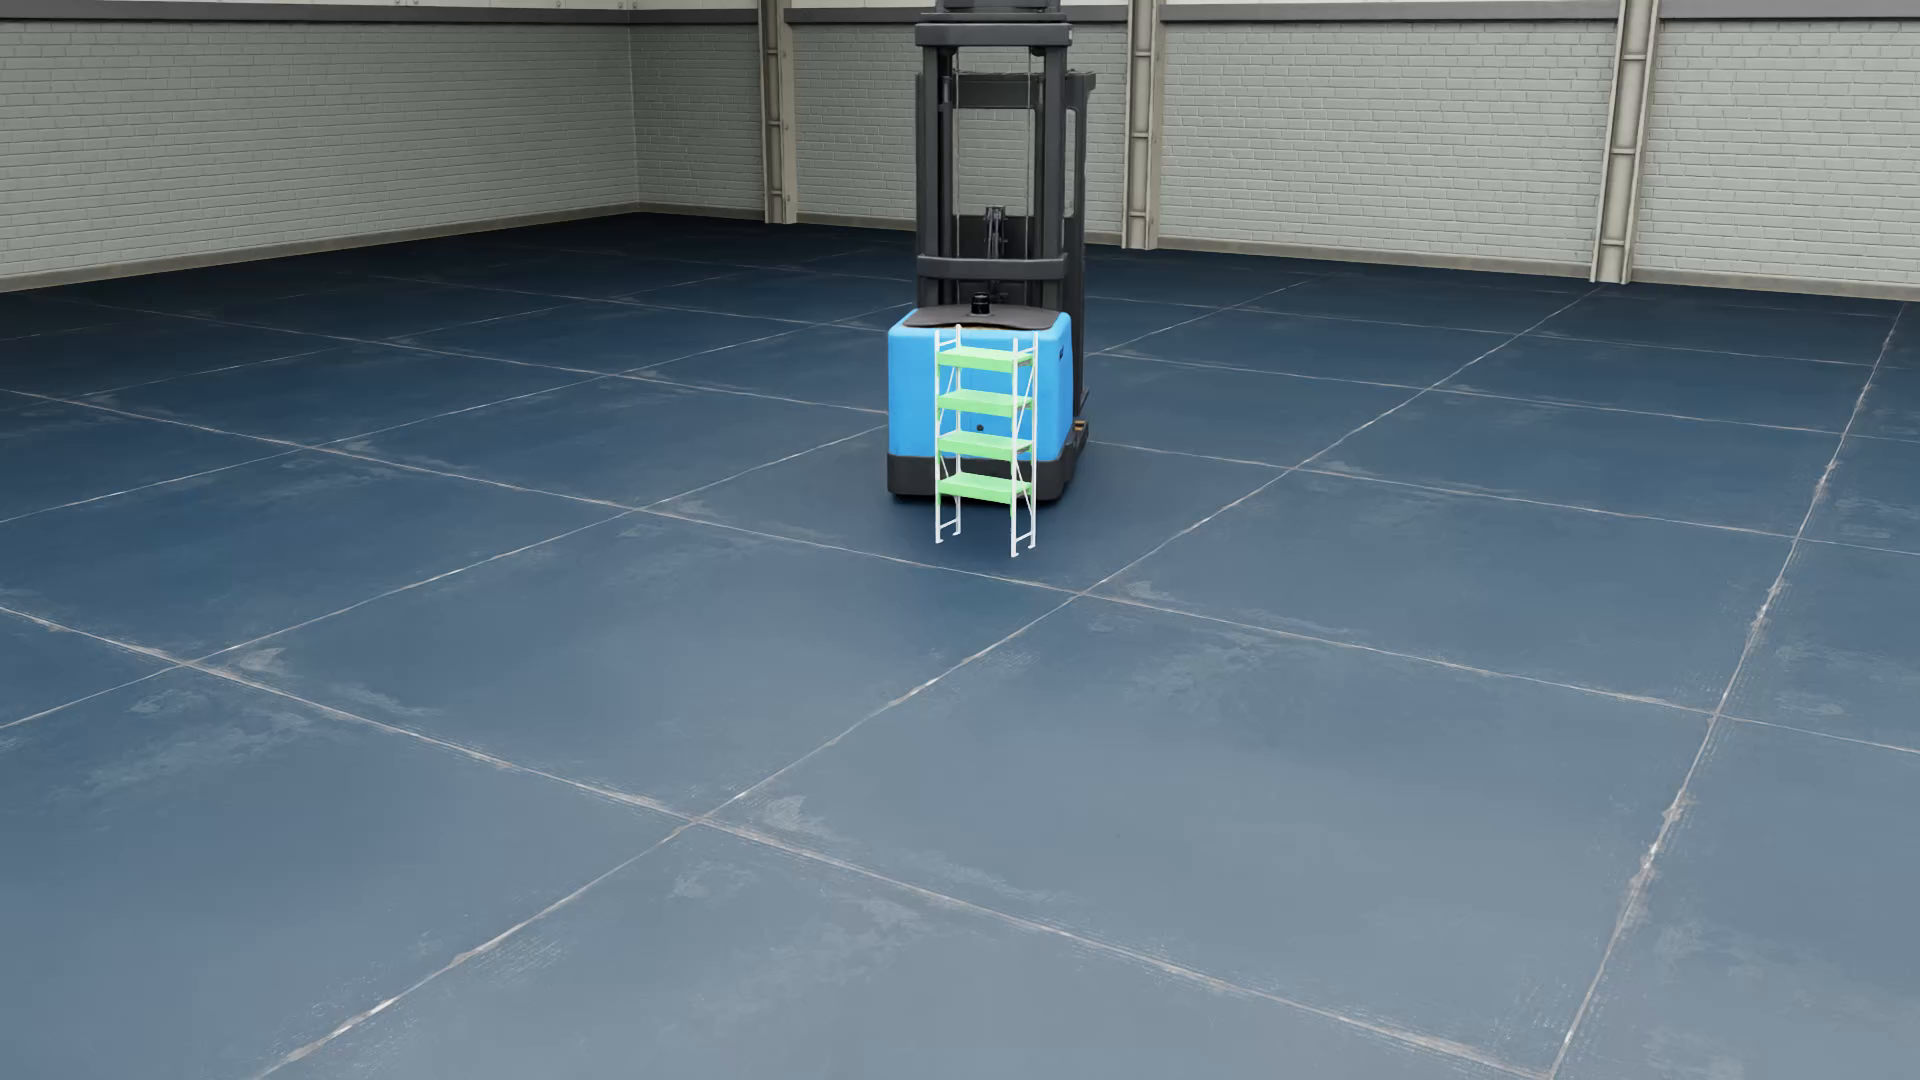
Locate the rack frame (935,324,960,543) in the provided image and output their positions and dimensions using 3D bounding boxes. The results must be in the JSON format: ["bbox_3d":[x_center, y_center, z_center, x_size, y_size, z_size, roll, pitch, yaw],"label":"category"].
[{"bbox_3d":[-0.067,-0.586,9.246,0.015,1.200,0.240,10,20,30],"label":"rack frame"}]

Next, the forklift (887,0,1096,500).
[{"bbox_3d":[0.298,-2.023,10.998,1.130,2.935,3.031,3,17,9],"label":"forklift"}]

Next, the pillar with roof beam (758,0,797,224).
[{"bbox_3d":[-4.963,-8.055,20.415,0.400,9.000,9.100,10,20,30],"label":"pillar with roof beam"}]

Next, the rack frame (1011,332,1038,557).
[{"bbox_3d":[0.349,-0.512,9.002,0.015,1.200,0.240,10,20,30],"label":"rack frame"}]

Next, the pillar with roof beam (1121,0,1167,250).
[{"bbox_3d":[0.150,-7.142,17.410,0.400,9.000,9.100,10,20,30],"label":"pillar with roof beam"}]

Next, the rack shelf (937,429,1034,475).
[{"bbox_3d":[0.141,-0.488,9.142,0.480,0.148,0.258,10,20,30],"label":"rack shelf"}]

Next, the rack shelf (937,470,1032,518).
[{"bbox_3d":[0.141,-0.258,9.212,0.480,0.148,0.258,10,20,30],"label":"rack shelf"}]

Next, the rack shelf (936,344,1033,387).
[{"bbox_3d":[0.141,-0.947,9.003,0.480,0.148,0.258,10,20,30],"label":"rack shelf"}]

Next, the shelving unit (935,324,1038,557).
[{"bbox_3d":[0.141,-0.549,9.124,0.503,1.200,0.258,10,20,30],"label":"shelving unit"}]

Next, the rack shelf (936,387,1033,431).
[{"bbox_3d":[0.141,-0.717,9.073,0.480,0.148,0.258,10,20,30],"label":"rack shelf"}]

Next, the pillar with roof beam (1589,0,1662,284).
[{"bbox_3d":[5.263,-6.229,14.406,0.400,9.000,9.100,10,20,30],"label":"pillar with roof beam"}]
